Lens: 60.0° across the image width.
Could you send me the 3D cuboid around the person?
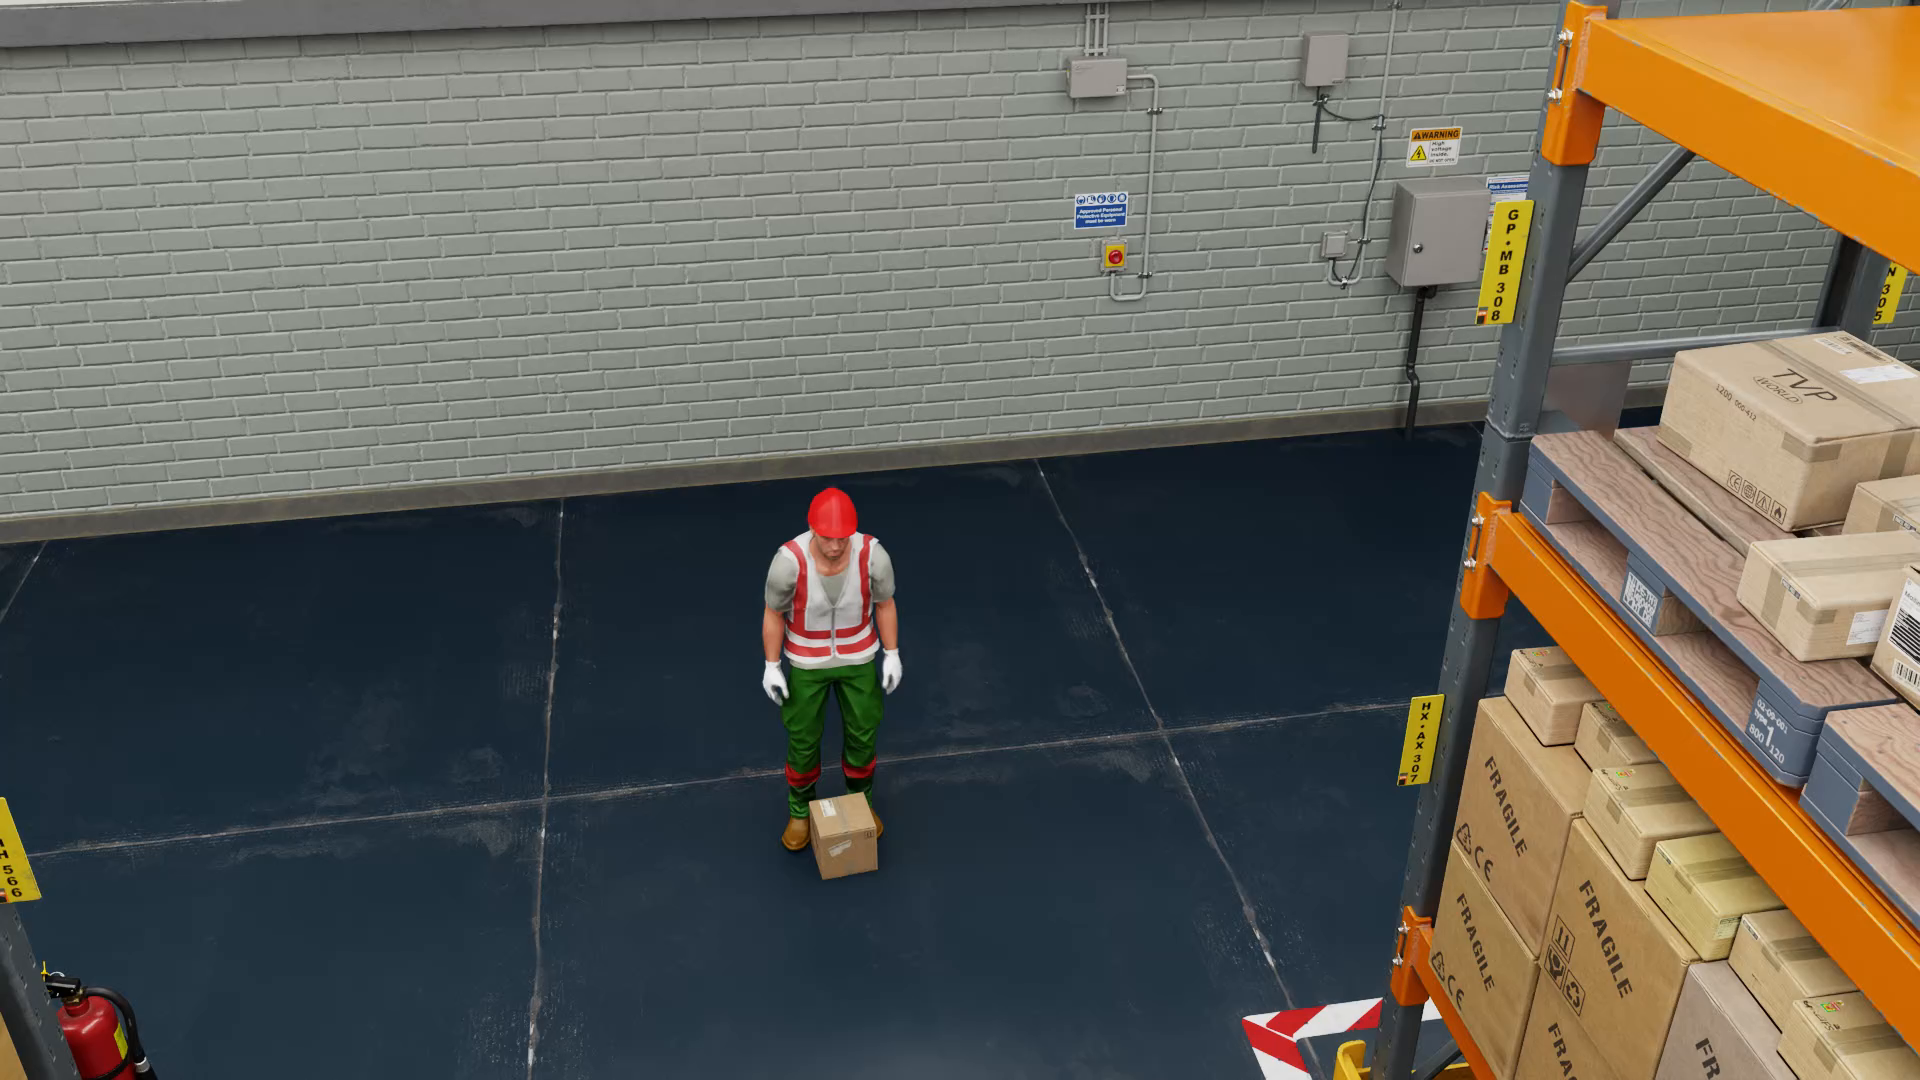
[{"bbox_3d":[-0.551,0.544,7.198,0.611,1.779,0.455,-6,31,-9],"label":"person"}]
